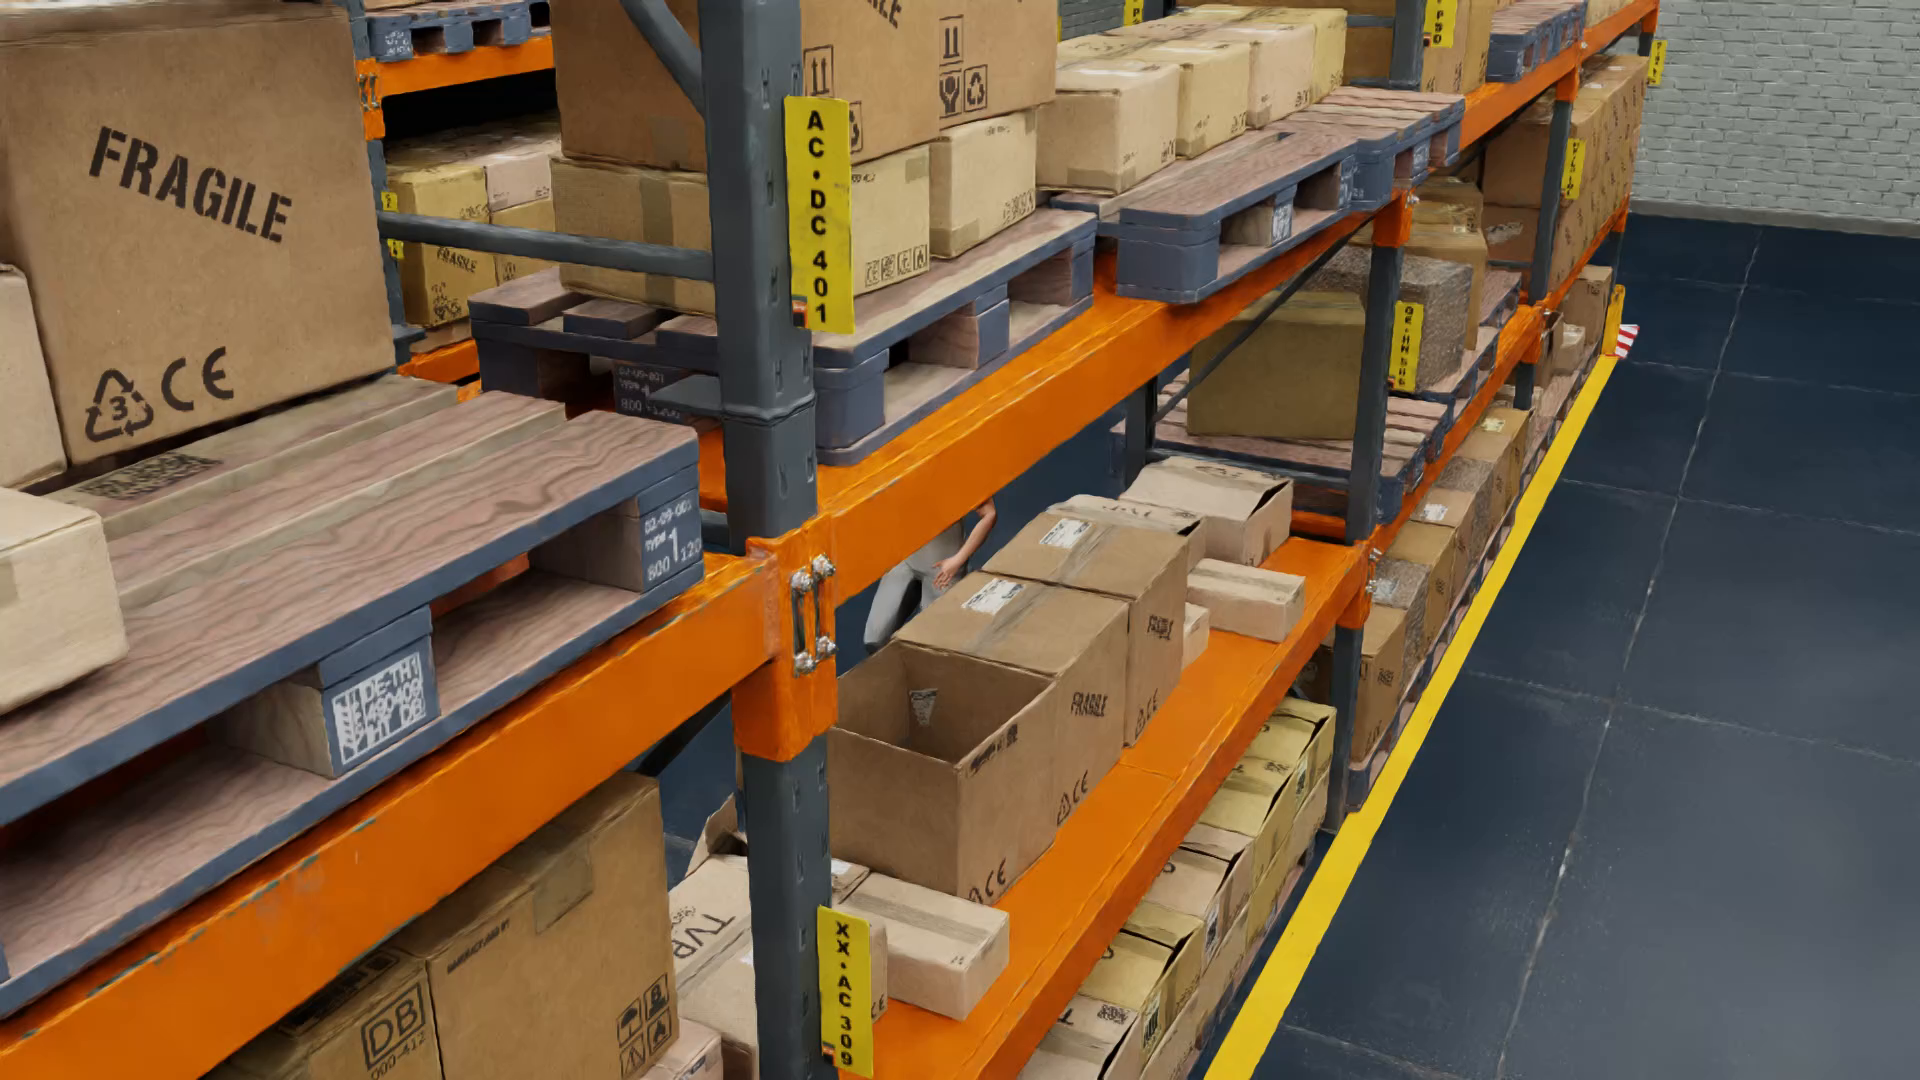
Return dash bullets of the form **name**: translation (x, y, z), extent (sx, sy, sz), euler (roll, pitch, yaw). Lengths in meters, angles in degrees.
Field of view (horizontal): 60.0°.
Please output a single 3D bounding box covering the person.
- **person**: translation (-0.152, 0.134, 7.329), extent (0.624, 1.641, 0.473), euler (13, 26, 28)
